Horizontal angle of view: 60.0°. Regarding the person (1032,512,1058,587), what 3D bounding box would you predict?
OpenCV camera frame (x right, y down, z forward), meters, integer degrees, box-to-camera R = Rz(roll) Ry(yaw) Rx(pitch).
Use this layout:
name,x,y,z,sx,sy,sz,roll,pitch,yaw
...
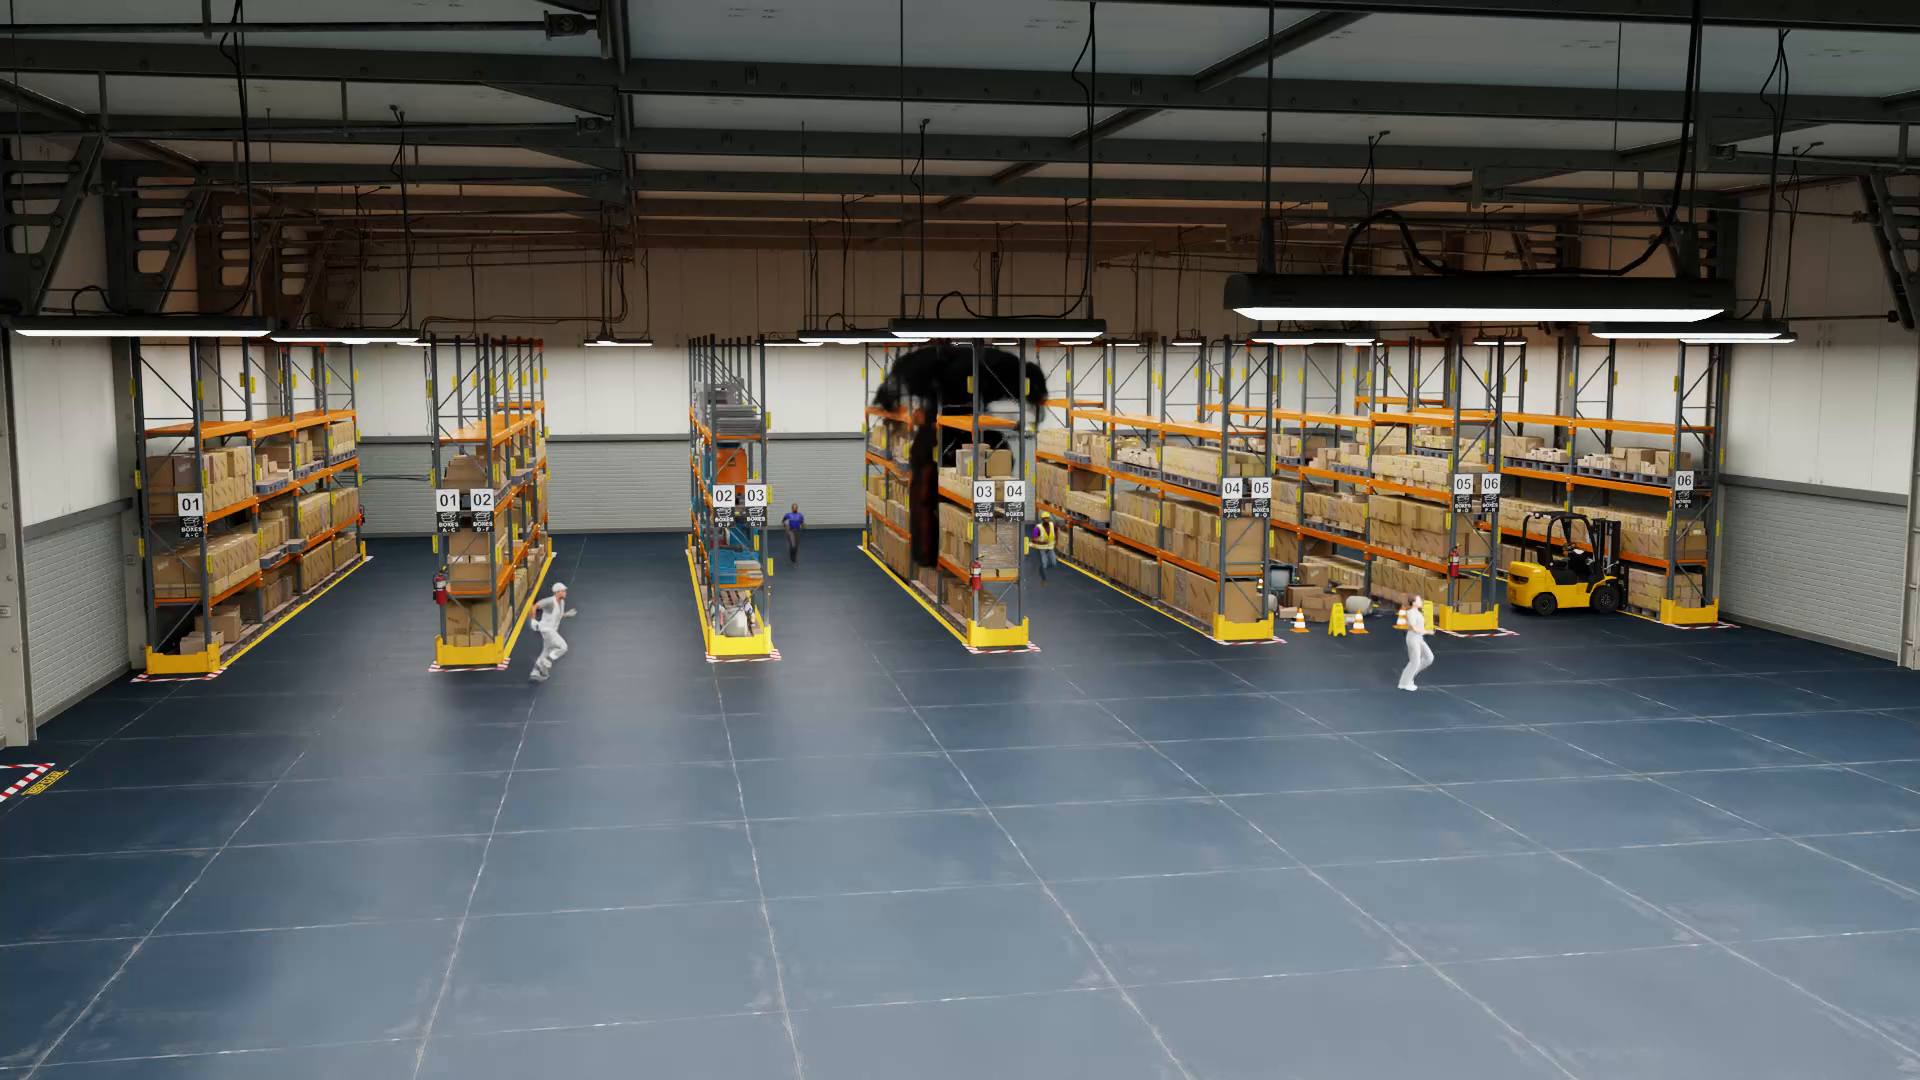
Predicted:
name,x,y,z,sx,sy,sz,roll,pitch,yaw
person,2.001,0.223,38.123,0.749,1.731,0.648,-3,7,-24

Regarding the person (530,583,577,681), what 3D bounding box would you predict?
name,x,y,z,sx,sy,sz,roll,pitch,yaw
person,-7.025,1.582,28.667,0.839,1.703,0.648,1,7,5

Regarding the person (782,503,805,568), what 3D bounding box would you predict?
name,x,y,z,sx,sy,sz,roll,pitch,yaw
person,-4.367,-0.111,43.863,0.558,1.721,0.758,-3,7,-23

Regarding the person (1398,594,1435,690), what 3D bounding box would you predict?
name,x,y,z,sx,sy,sz,roll,pitch,yaw
person,7.689,1.709,27.951,0.582,1.633,0.549,3,7,26
